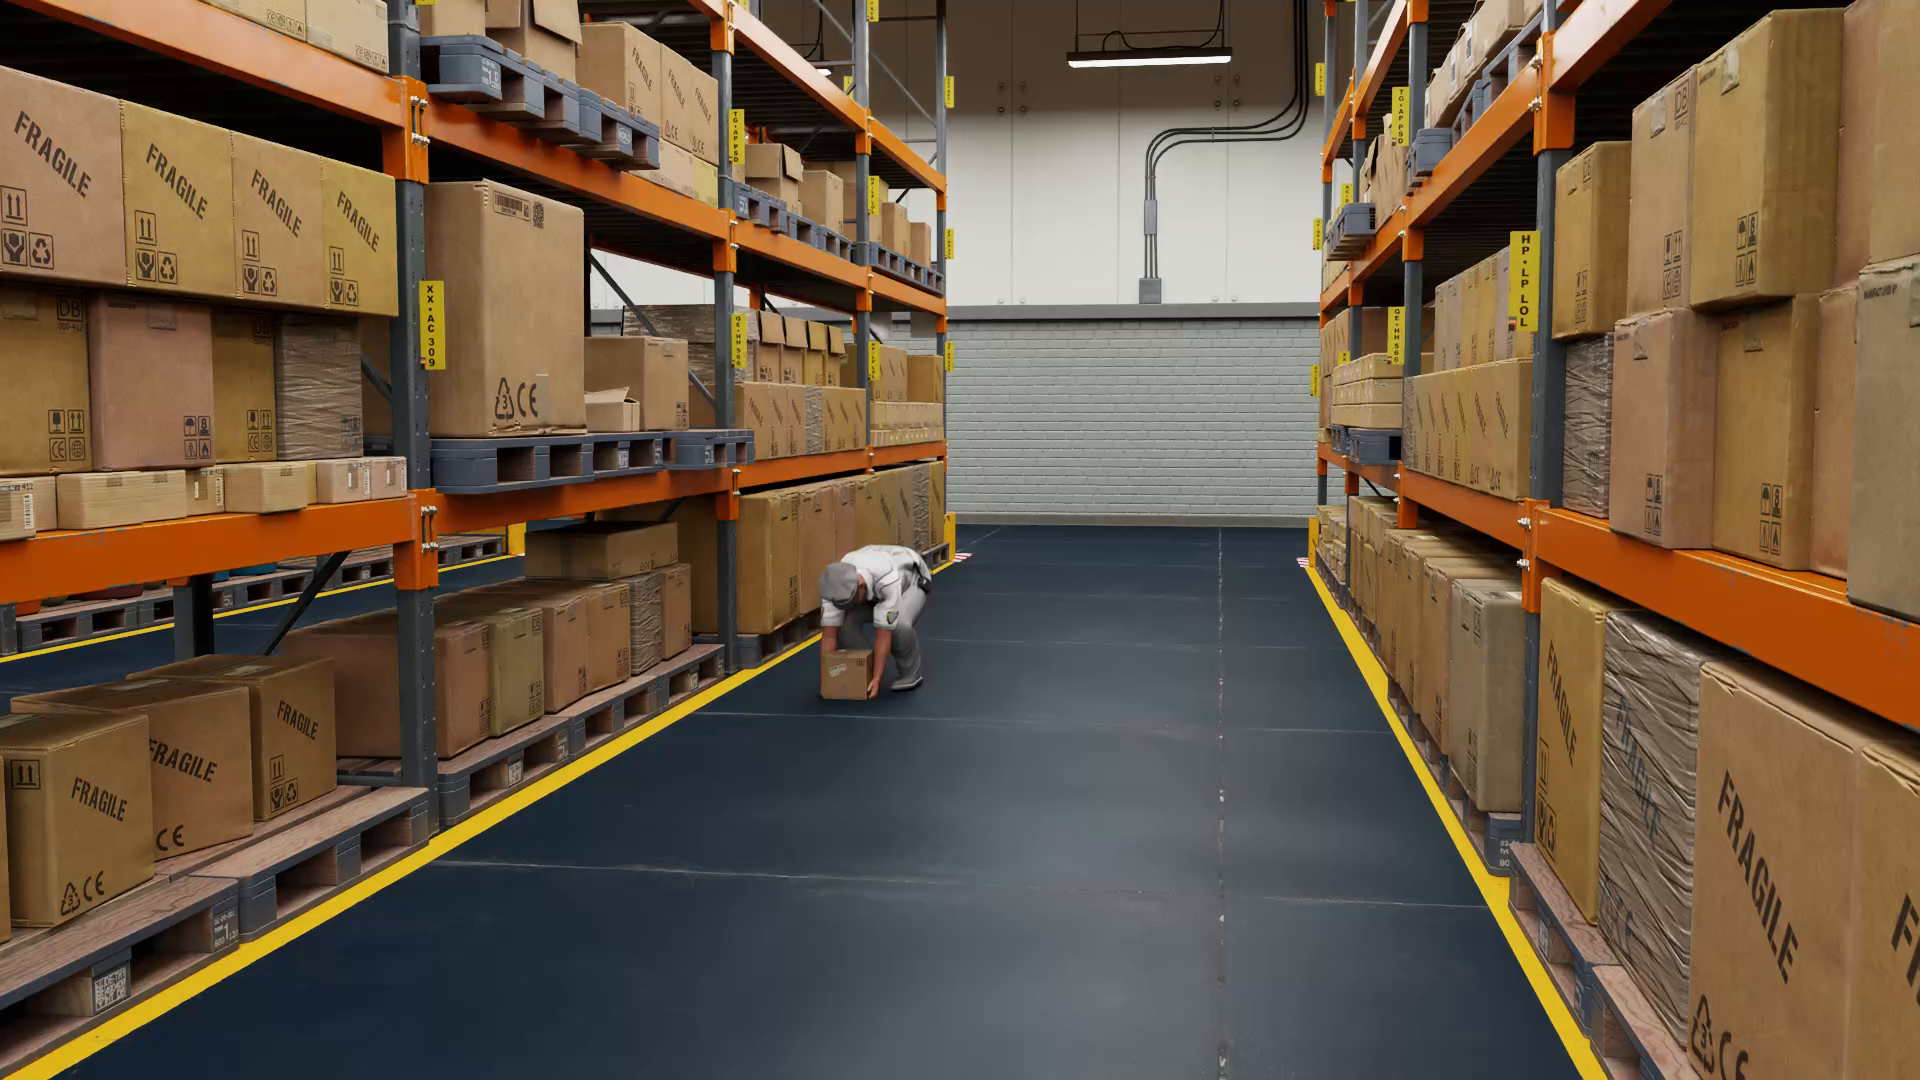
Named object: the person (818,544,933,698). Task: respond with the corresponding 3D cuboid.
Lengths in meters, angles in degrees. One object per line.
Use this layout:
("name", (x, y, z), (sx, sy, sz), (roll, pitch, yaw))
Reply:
("person", (-0.514, 0.468, 9.632), (0.528, 0.855, 1.030), (2, 5, 25))
